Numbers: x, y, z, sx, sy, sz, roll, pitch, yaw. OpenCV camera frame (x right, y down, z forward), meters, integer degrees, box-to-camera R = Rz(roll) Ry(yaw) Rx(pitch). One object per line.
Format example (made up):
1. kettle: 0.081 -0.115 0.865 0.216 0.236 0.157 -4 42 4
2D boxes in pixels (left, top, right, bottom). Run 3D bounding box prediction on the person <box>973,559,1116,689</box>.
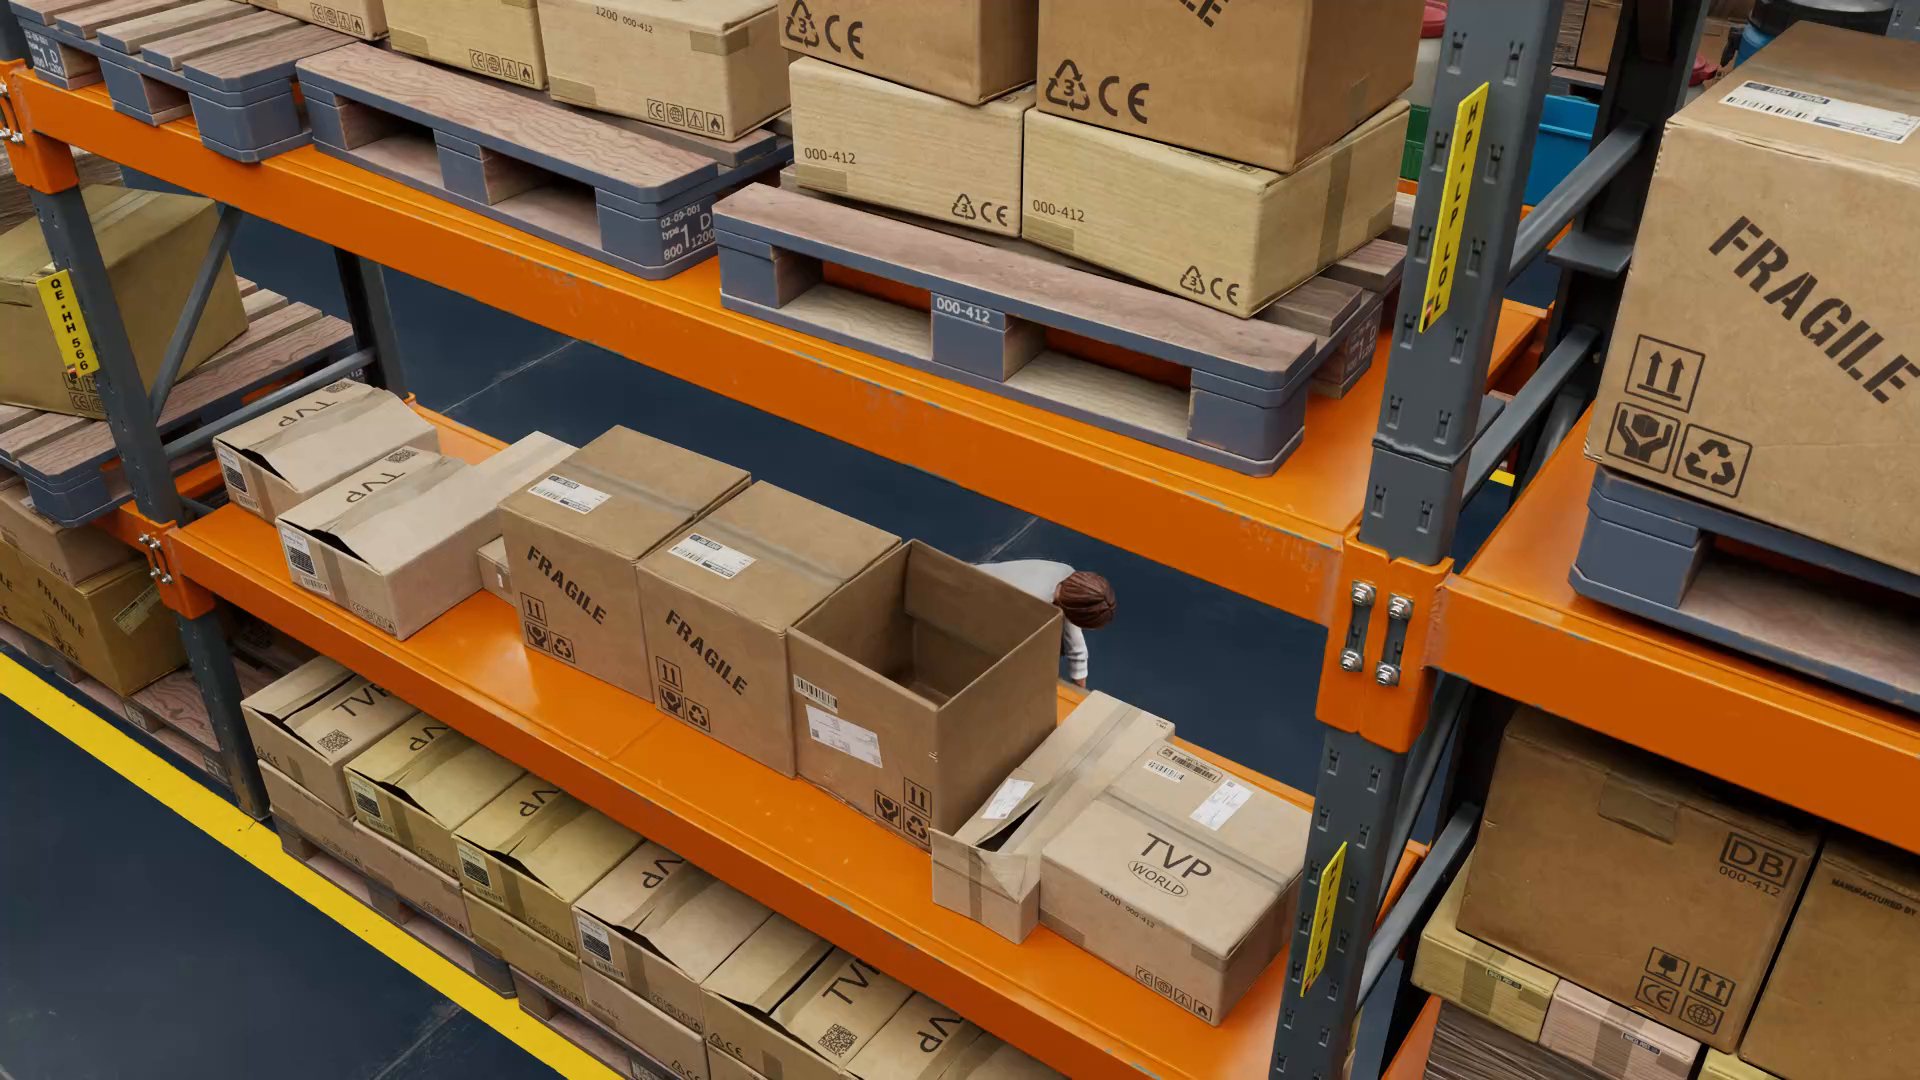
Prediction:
1. person: 0.209 0.374 6.330 0.803 0.787 0.439 22 41 28
